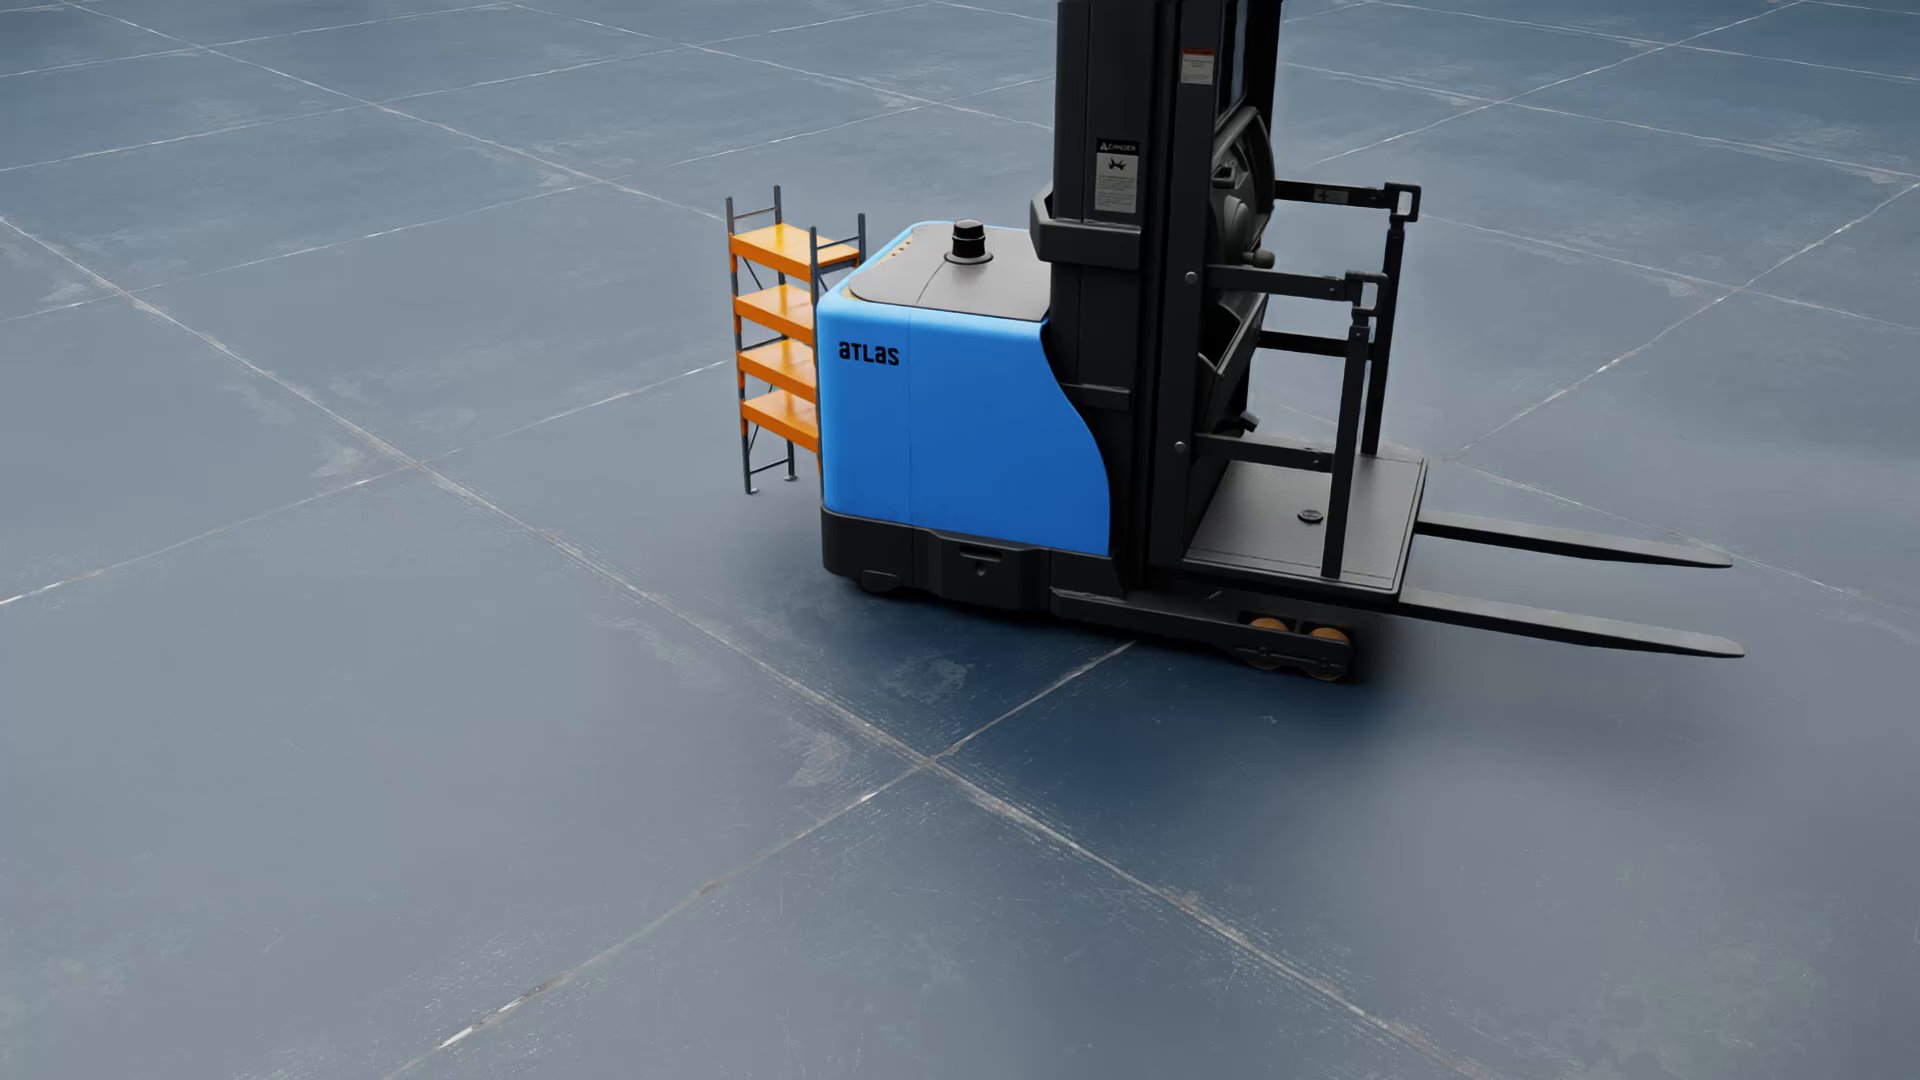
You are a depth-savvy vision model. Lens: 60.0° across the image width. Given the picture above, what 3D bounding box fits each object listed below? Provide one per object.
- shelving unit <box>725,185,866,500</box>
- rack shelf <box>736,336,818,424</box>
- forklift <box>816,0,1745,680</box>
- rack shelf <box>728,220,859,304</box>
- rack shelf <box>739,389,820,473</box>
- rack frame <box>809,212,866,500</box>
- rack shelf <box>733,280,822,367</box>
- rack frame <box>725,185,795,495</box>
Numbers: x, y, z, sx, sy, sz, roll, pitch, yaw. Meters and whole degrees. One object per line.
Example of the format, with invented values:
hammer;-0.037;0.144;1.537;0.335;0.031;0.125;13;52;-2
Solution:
shelving unit;-0.594;-0.668;6.232;0.258;1.200;0.503;-23;36;-37
rack shelf;-0.594;-0.609;6.263;0.258;0.148;0.480;-23;36;-37
forklift;1.084;-1.122;5.235;3.031;2.935;1.130;9;29;17
rack shelf;-0.594;-1.016;6.049;0.258;0.148;0.480;-23;36;-37
rack shelf;-0.594;-0.433;6.355;0.258;0.148;0.480;-23;36;-37
rack frame;-0.428;-0.585;6.074;0.240;1.200;0.015;-23;36;-37
rack shelf;-0.594;-0.807;6.159;0.258;0.148;0.480;-23;36;-37
rack frame;-0.760;-0.751;6.390;0.240;1.200;0.015;-23;36;-37
